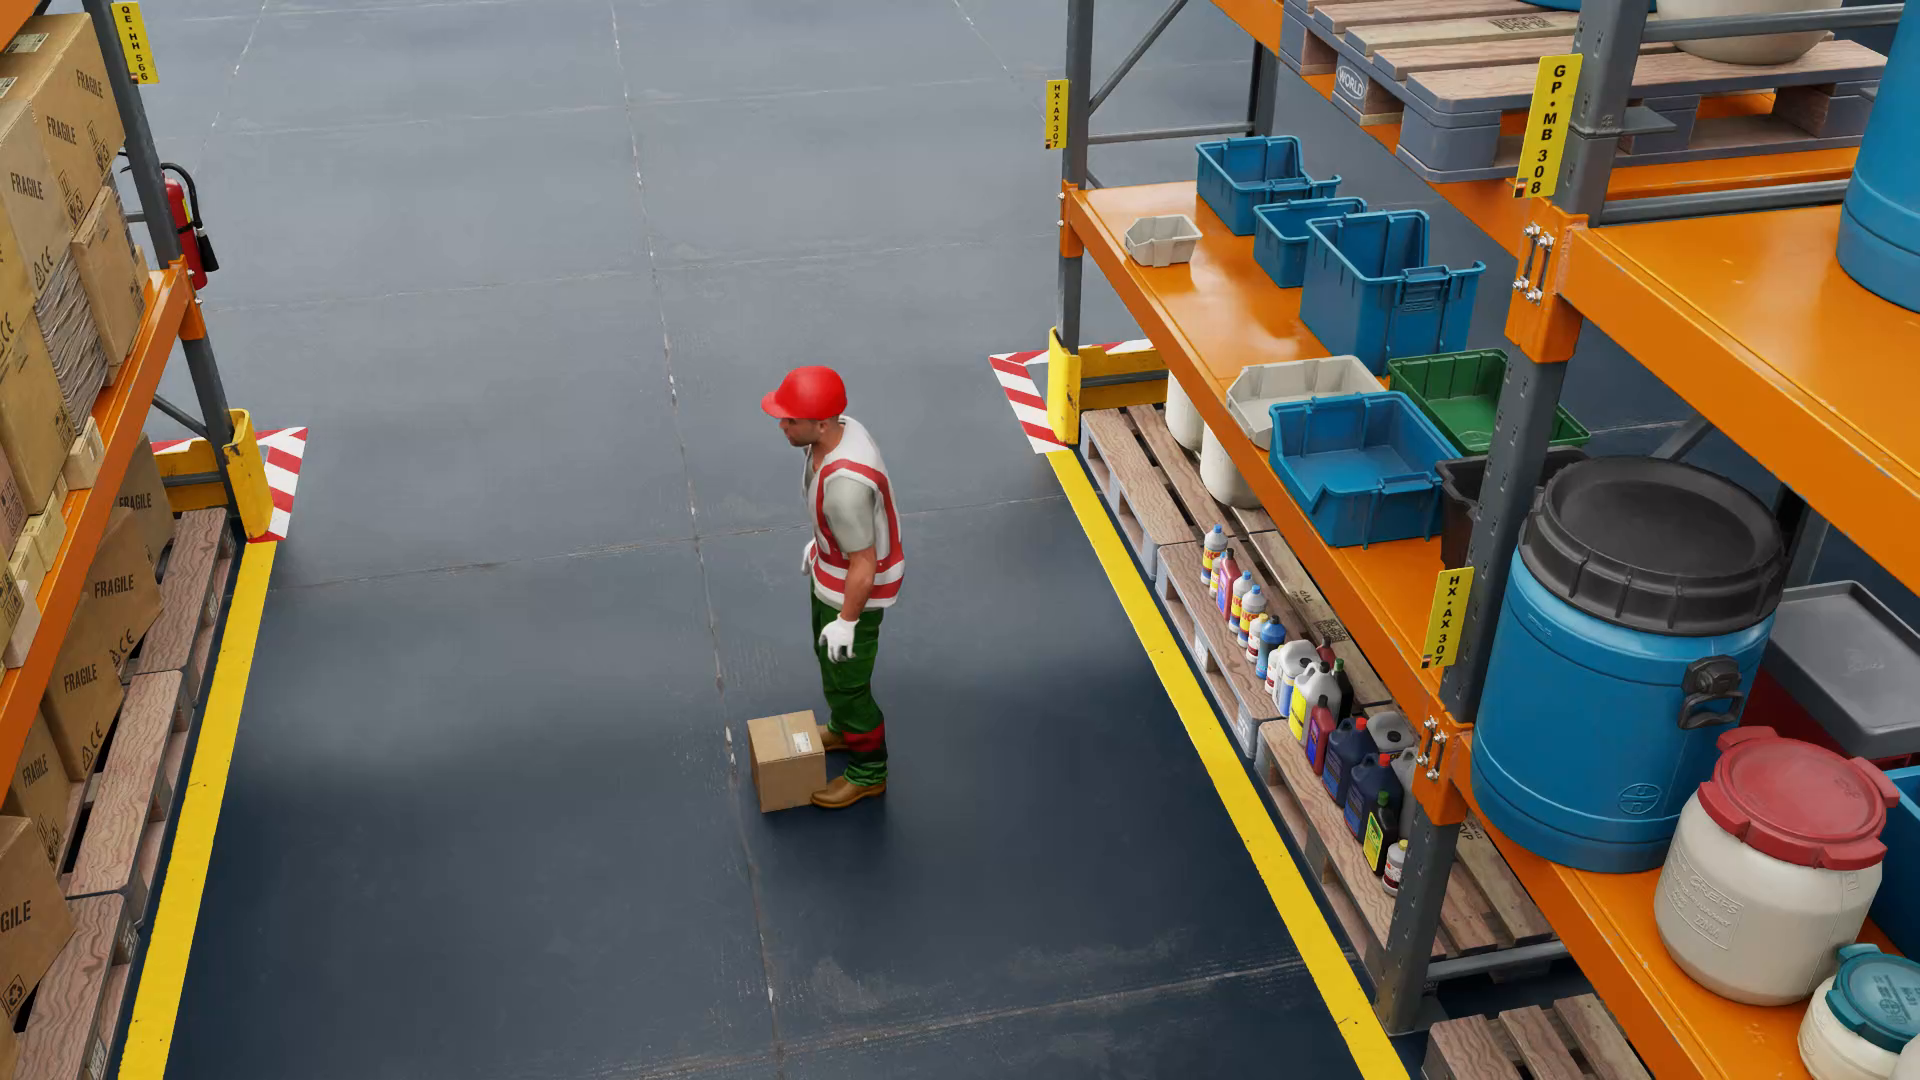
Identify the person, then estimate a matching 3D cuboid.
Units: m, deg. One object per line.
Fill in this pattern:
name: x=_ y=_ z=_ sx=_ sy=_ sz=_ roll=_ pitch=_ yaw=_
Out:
person: x=-0.432 y=0.163 z=5.888 sx=0.448 sy=1.780 sz=0.609 roll=-7 pitch=35 yaw=-10
